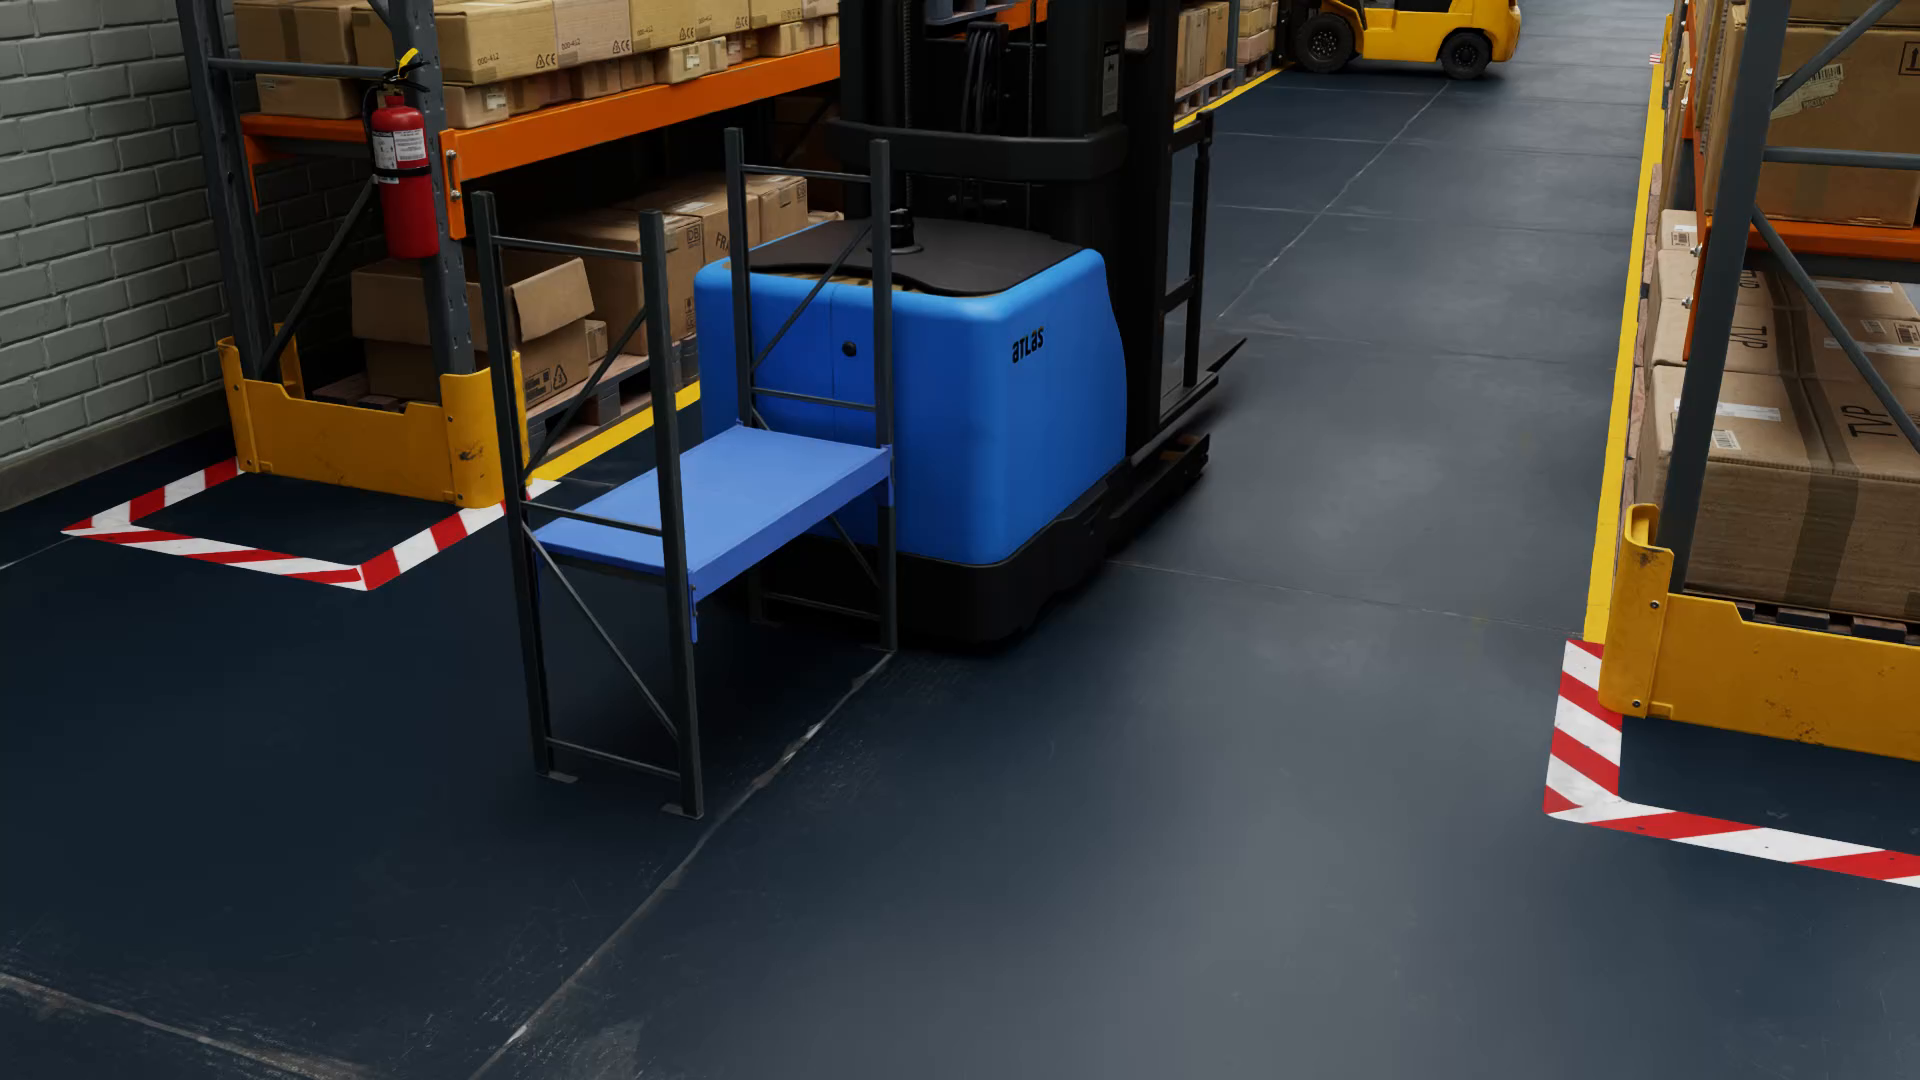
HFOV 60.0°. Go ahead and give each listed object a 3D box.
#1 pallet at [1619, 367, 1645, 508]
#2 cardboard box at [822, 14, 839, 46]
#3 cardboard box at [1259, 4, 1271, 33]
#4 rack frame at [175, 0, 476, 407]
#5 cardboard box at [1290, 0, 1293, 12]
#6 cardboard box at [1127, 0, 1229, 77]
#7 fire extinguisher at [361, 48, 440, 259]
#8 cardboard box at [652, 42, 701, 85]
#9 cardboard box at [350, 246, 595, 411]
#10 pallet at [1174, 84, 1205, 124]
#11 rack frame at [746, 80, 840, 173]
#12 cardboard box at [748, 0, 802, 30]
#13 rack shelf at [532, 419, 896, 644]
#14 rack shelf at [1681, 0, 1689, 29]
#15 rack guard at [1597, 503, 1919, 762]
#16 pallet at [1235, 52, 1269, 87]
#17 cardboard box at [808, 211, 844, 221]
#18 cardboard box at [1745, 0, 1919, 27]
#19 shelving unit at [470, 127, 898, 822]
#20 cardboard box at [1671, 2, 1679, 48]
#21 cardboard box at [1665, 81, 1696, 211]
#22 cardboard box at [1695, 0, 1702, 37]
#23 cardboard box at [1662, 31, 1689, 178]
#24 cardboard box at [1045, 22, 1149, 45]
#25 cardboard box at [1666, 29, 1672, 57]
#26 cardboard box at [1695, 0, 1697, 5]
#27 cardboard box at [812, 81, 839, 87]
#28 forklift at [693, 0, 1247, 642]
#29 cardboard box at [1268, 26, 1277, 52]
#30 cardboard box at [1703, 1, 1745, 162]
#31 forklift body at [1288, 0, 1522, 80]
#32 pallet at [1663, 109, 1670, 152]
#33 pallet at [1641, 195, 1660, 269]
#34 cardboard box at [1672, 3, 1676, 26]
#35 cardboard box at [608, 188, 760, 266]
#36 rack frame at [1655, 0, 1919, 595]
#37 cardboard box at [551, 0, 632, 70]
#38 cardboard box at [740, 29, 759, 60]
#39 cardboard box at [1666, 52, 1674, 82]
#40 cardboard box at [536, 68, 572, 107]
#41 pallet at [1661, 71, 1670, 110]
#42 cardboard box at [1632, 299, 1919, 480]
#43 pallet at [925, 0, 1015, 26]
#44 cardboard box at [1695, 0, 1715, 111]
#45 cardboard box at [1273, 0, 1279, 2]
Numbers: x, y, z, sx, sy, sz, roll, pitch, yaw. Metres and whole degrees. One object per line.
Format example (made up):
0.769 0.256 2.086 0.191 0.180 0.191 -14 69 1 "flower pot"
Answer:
3.064 -0.343 6.298 1.003 0.211 1.213 9 24 20 "pallet"
-0.774 -2.579 8.359 0.380 0.149 0.250 9 24 21 "cardboard box"
2.884 -5.366 17.079 0.500 0.250 0.500 9 24 20 "cardboard box"
-2.225 -1.607 5.705 1.000 3.000 0.127 9 24 20 "rack frame"
3.459 -5.904 18.366 0.500 0.250 0.500 8 24 19 "cardboard box"
2.049 -4.811 15.912 0.875 0.625 0.625 10 25 22 "cardboard box"
-1.851 -1.280 5.508 0.296 0.674 0.183 9 24 20 "fire extinguisher"
-1.323 -2.023 7.028 0.380 0.149 0.250 8 24 19 "cardboard box"
-1.910 -0.854 6.597 0.797 0.503 0.637 8 24 18 "cardboard box"
1.543 -3.907 14.830 1.003 0.211 1.213 9 24 20 "pallet"
-0.739 -3.038 9.132 1.000 3.000 0.127 9 24 20 "rack frame"
-1.072 -2.531 7.727 0.500 0.250 0.500 9 24 20 "cardboard box"
-0.640 -0.056 4.404 0.538 0.185 1.000 11 25 24 "rack shelf"
6.099 -4.144 12.713 1.077 0.370 4.000 9 24 20 "rack shelf"
2.376 0.264 4.468 1.175 0.500 0.348 9 24 20 "rack guard"
2.567 -4.893 17.190 1.003 0.211 1.213 9 24 20 "pallet"
-0.673 -1.675 9.023 0.380 0.149 0.250 8 24 18 "cardboard box"
2.343 -1.612 4.290 0.500 0.500 0.500 10 25 22 "cardboard box"
-0.640 -0.222 4.335 0.538 1.500 1.048 11 25 24 "shelving unit"
7.000 -4.895 15.627 0.500 0.500 0.500 9 24 21 "cardboard box"
4.027 -1.776 8.321 0.875 0.875 0.875 10 25 22 "cardboard box"
3.994 -2.639 8.370 0.500 0.250 0.500 8 24 19 "cardboard box"
5.023 -2.739 10.626 0.875 0.875 0.875 9 24 20 "cardboard box"
1.226 -4.024 14.028 0.875 0.625 0.625 10 25 22 "cardboard box"
7.575 -5.118 17.133 0.500 0.250 0.500 10 25 22 "cardboard box"
4.767 -3.366 10.111 0.500 0.250 0.500 8 24 19 "cardboard box"
-0.695 -2.734 10.260 0.380 0.149 0.250 9 24 21 "cardboard box"
0.297 -1.587 5.746 1.130 2.935 3.031 11 25 24 "forklift"
3.070 -5.322 17.622 0.500 0.250 0.500 9 24 21 "cardboard box"
2.519 -1.332 4.917 0.500 0.500 0.500 8 24 19 "cardboard box"
4.708 -6.001 17.326 2.313 2.155 1.214 9 24 20 "forklift body"
6.103 -3.188 13.109 1.003 0.211 1.213 9 24 20 "pallet"
4.539 -1.767 9.707 1.003 0.211 1.213 9 24 20 "pallet"
7.573 -5.449 16.953 0.500 0.500 0.500 8 24 18 "cardboard box"
-1.267 -1.328 7.735 0.500 0.500 0.500 9 24 21 "cardboard box"
2.385 -0.898 4.007 1.000 3.000 0.127 9 24 20 "rack frame"
-1.619 -1.979 6.405 0.500 0.250 0.500 9 24 21 "cardboard box"
-1.165 -2.318 7.733 0.380 0.149 0.250 9 24 21 "cardboard box"
6.812 -4.367 15.335 0.500 0.250 0.500 10 25 22 "cardboard box"
-1.731 -1.766 6.412 0.380 0.149 0.250 8 24 19 "cardboard box"
7.059 -4.151 15.413 1.003 0.211 1.213 9 24 20 "pallet"
2.869 -0.488 5.807 0.875 0.438 0.875 9 24 21 "cardboard box"
-0.341 -3.220 9.816 1.003 0.211 1.213 9 24 20 "pallet"
3.072 -1.888 6.249 0.500 0.500 0.500 9 24 20 "cardboard box"
3.077 -5.777 17.414 0.500 0.250 0.500 10 25 22 "cardboard box"
